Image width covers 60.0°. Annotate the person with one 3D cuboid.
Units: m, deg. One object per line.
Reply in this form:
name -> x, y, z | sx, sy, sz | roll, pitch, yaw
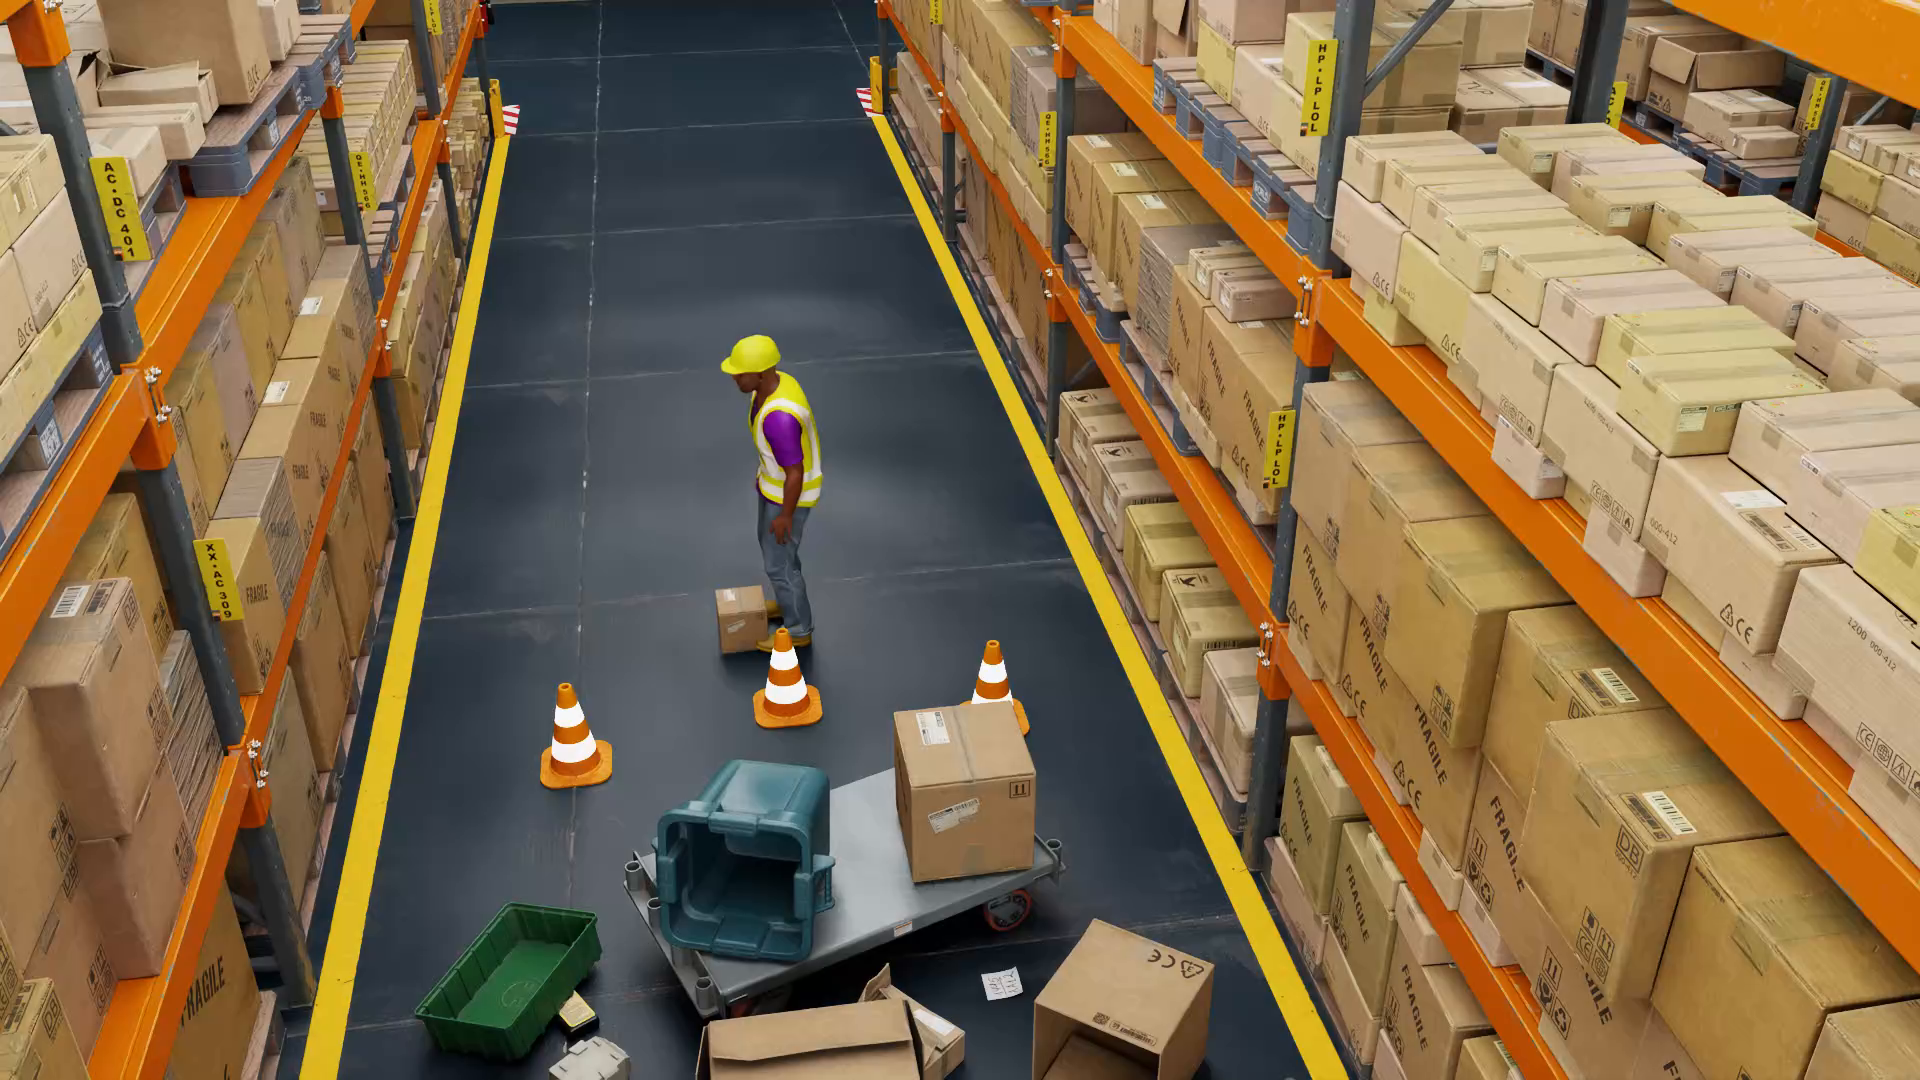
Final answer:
person -> -0.943, -0.249, 8.541 | 0.463, 1.755, 0.625 | -7, 31, -11
